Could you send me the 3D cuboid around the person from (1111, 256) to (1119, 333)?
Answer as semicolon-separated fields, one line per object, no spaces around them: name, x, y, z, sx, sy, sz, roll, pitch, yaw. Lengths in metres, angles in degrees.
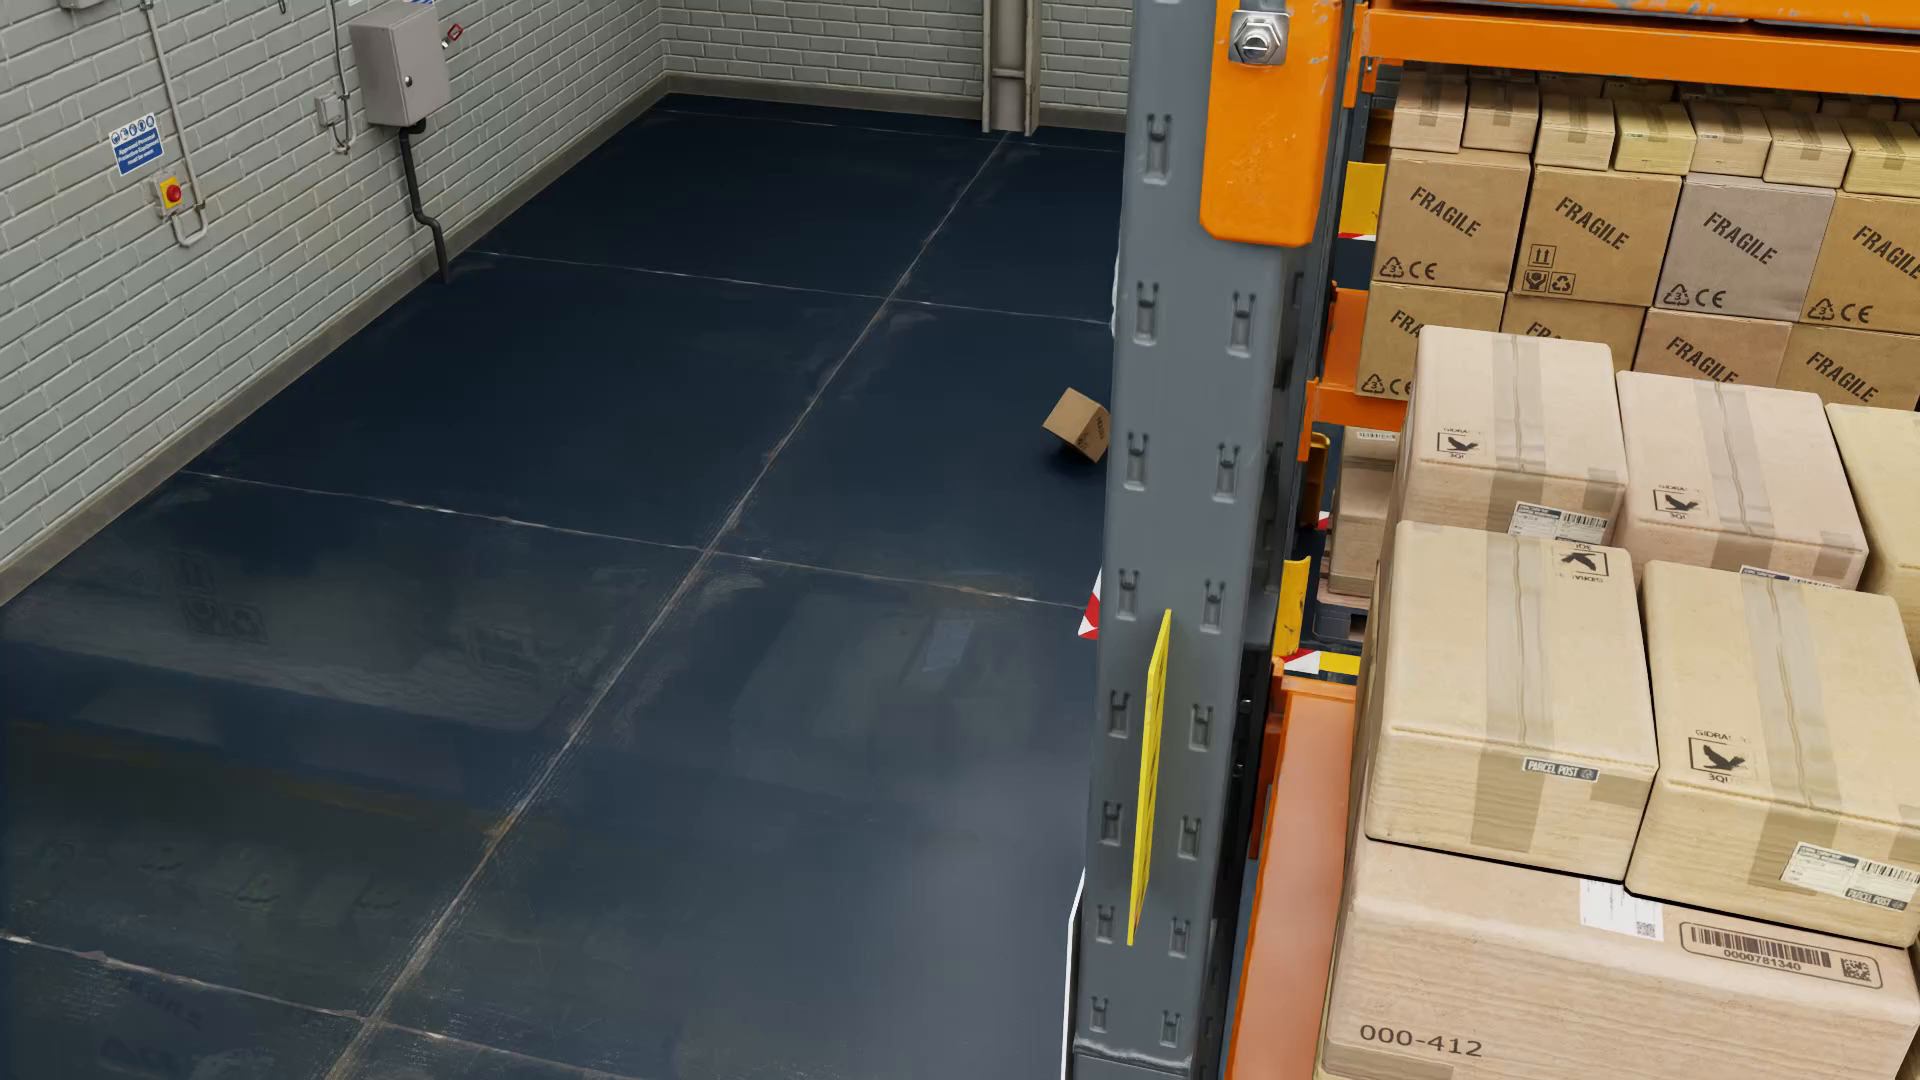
person;1.094;-1.239;8.507;0.523;1.627;0.974;23;39;31
